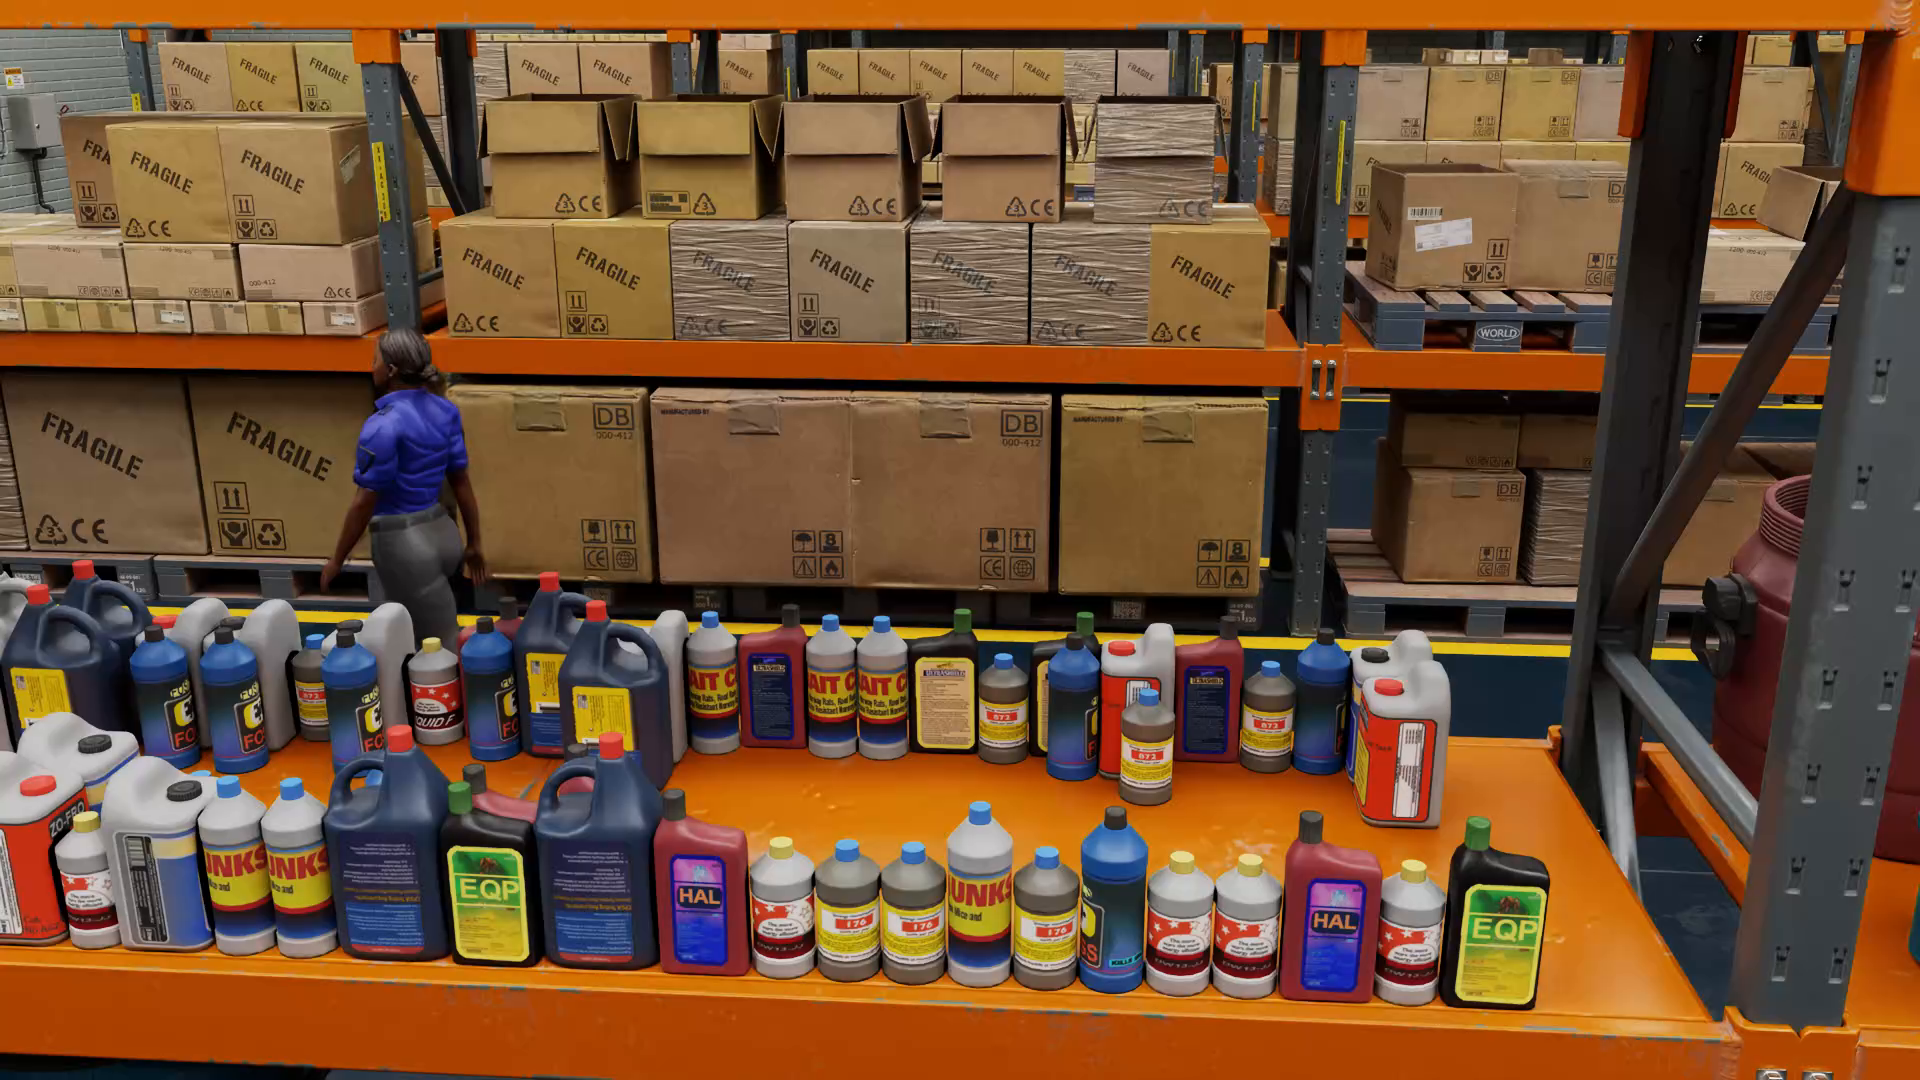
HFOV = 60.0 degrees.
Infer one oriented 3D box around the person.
[{"bbox_3d":[-2.005,0.029,5.945,0.991,1.594,0.475,5,18,16],"label":"person"}]
